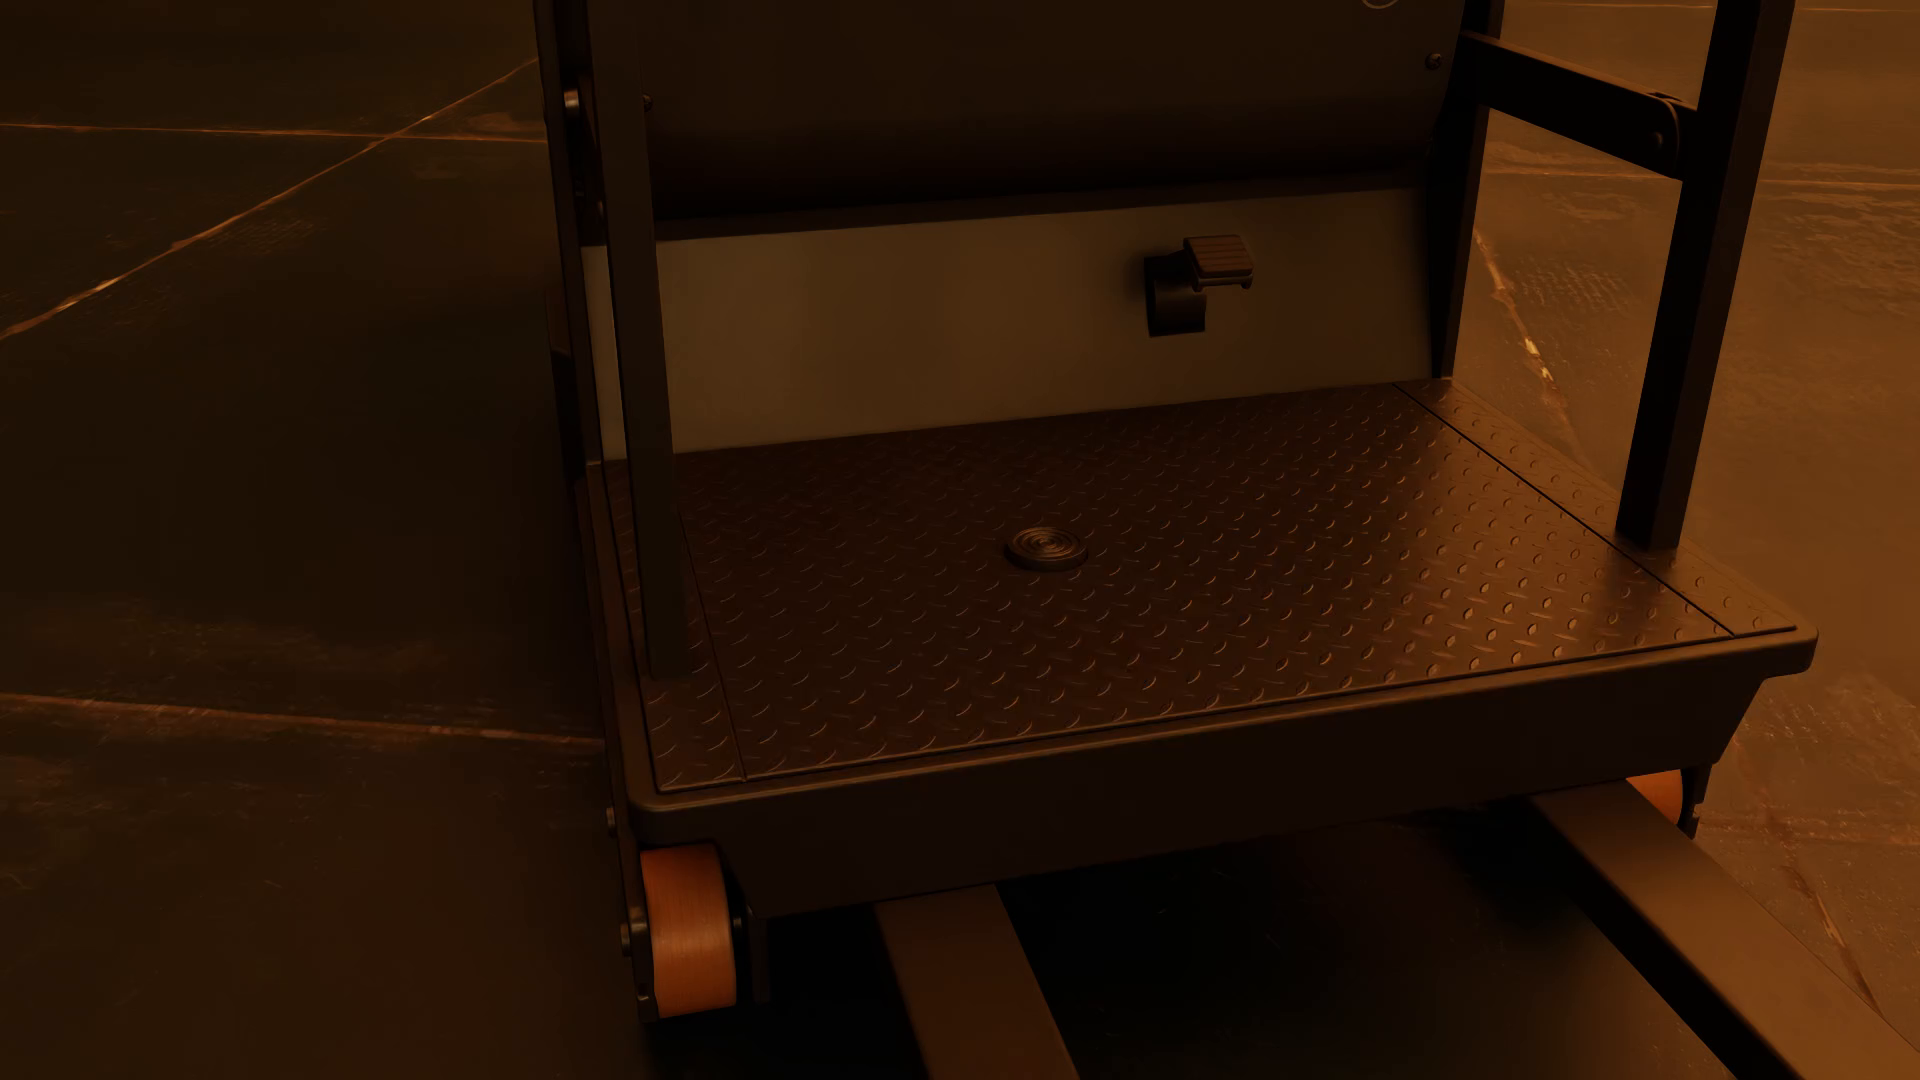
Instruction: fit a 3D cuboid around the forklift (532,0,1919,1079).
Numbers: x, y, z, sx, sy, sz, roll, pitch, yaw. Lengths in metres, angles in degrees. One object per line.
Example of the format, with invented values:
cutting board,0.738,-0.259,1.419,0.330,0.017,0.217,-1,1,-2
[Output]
forklift,0.153,-1.049,1.319,1.130,2.935,3.031,-7,27,-13
